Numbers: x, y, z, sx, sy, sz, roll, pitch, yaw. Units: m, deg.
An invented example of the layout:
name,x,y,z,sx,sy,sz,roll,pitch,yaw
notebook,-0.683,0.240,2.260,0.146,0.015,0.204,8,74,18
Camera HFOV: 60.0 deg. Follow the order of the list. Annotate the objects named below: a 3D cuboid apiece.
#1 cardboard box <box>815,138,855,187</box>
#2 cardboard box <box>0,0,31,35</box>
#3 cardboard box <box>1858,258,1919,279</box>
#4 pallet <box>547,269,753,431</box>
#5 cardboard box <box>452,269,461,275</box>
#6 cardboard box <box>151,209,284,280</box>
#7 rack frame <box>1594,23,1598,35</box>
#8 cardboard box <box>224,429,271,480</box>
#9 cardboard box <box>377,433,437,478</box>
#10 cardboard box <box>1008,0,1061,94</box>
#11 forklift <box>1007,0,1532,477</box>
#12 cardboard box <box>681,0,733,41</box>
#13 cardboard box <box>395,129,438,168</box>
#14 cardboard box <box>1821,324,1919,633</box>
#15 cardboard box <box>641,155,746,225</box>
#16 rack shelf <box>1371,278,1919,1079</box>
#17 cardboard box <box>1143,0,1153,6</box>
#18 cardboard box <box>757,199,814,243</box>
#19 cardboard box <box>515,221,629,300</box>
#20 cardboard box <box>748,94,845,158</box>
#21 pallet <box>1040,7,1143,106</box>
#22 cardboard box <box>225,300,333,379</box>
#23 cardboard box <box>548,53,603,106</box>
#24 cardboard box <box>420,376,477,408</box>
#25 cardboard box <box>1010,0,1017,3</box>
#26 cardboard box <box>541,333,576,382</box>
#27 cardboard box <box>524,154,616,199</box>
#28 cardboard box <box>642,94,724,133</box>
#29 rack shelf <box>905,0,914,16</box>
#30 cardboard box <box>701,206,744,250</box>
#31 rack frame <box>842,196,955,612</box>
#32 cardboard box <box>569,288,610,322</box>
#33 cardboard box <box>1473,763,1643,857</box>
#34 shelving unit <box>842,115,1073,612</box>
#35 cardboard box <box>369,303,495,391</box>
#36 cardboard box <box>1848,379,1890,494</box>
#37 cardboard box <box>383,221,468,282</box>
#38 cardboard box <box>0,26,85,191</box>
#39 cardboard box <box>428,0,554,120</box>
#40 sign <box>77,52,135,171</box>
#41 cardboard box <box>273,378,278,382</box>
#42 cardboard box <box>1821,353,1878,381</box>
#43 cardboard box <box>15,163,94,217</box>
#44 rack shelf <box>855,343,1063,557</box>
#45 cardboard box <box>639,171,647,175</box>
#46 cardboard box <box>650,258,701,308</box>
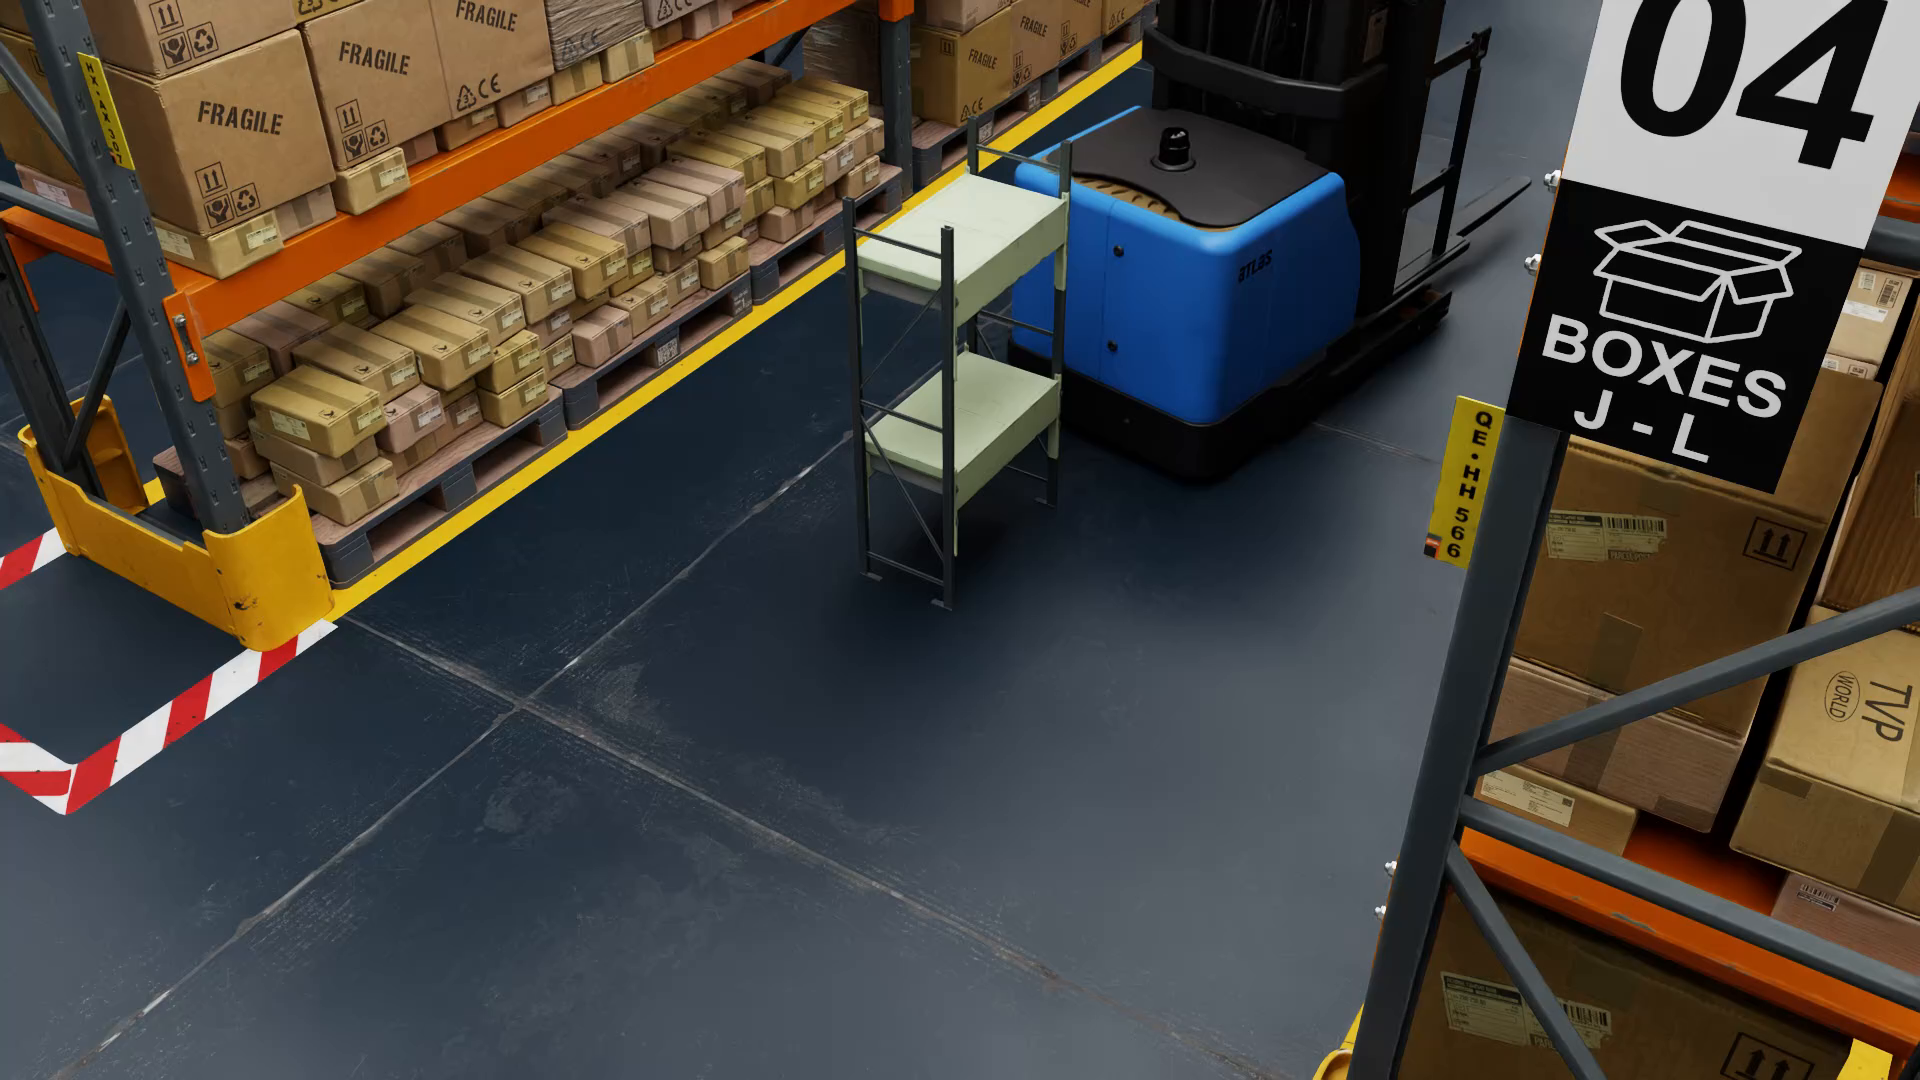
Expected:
name,x,y,z,sx,sy,sz,roll,pitch,yaw
cardboard box,-0.728,-1.833,7.918,0.380,0.149,0.250,19,42,23
cardboard box,-2.801,-1.896,5.109,0.500,0.500,0.500,20,42,24
cardboard box,2.423,-1.084,4.465,0.500,0.500,0.500,20,42,24
pallet,-1.676,-0.994,7.367,1.003,0.211,1.213,21,42,25
cardboard box,-2.251,-1.086,6.949,0.380,0.149,0.250,22,43,26
cardboard box,-2.386,-0.986,5.278,0.380,0.149,0.250,21,42,25
rack frame,1.297,-1.727,1.120,1.000,3.000,0.127,21,42,25
cardboard box,-2.731,-0.403,6.306,0.380,0.149,0.250,22,43,26
cardboard box,-2.214,-0.390,6.290,0.380,0.149,0.250,21,42,25
cardboard box,0.208,-2.832,9.170,0.500,0.500,0.500,23,43,27
forklift,1.556,-2.219,6.727,1.130,2.935,3.031,29,46,32
cardboard box,-1.168,-2.203,6.857,0.380,0.149,0.250,19,42,23
cardboard box,-2.072,-1.430,5.855,0.380,0.149,0.250,23,43,27
cardboard box,2.050,-0.124,3.218,0.500,0.500,0.500,20,42,24
cardboard box,-1.167,-1.539,7.293,0.380,0.149,0.250,19,42,23
rack shelf,2.369,-0.097,4.509,1.077,0.370,4.000,21,42,25
cardboard box,1.036,-3.635,10.212,0.500,0.500,0.500,23,43,27
cardboard box,-0.913,-1.548,7.792,0.380,0.149,0.250,20,42,24
cardboard box,-1.581,-1.143,6.779,0.380,0.149,0.250,22,43,26
cardboard box,-0.768,-1.947,7.823,0.380,0.149,0.250,22,43,26
pallet,0.375,-3.017,9.990,1.003,0.211,1.213,21,42,25
cardboard box,-2.584,-0.765,6.290,0.380,0.149,0.250,22,43,26
cardboard box,-1.593,-1.807,6.343,0.380,0.149,0.250,23,43,27
cardboard box,-2.088,-0.645,6.377,0.380,0.149,0.250,22,43,26
cardboard box,0.209,-3.131,8.944,0.500,0.250,0.500,22,43,26
cardboard box,-1.802,-0.779,6.795,0.380,0.149,0.250,21,42,25
cardboard box,-1.747,-1.568,7.331,0.380,0.149,0.250,19,42,23
cardboard box,-1.345,-1.982,7.868,0.380,0.149,0.250,21,42,25
rack shelf,0.378,-3.834,9.356,1.077,0.370,4.000,21,42,25
cardboard box,-1.194,-1.454,7.427,0.380,0.149,0.250,22,43,26
rack frame,-0.193,-0.409,5.552,0.400,1.500,0.023,21,42,25
cardboard box,-1.687,-1.063,6.919,0.380,0.149,0.250,23,43,27
cardboard box,1.210,0.457,3.406,0.380,0.149,0.250,22,43,26
shelving unit,0.004,-0.597,5.797,0.431,1.500,0.755,21,42,25
cardboard box,-1.980,-0.727,6.240,0.380,0.149,0.250,21,42,25
cardboard box,2.328,-0.097,3.798,0.500,0.250,0.500,20,42,24
cardboard box,-2.263,-1.210,6.866,0.380,0.149,0.250,23,43,27
cardboard box,-2.813,-1.499,5.412,0.500,0.500,0.500,22,43,26
cardboard box,-1.824,-1.857,5.876,0.500,0.500,0.500,22,43,26
sign,-2.378,-1.191,4.629,0.100,0.325,0.005,21,42,25
cardboard box,-2.609,-0.663,6.401,0.380,0.149,0.250,20,42,24
cardboard box,1.878,-0.270,4.023,0.500,0.250,0.500,20,42,24
cardboard box,-2.900,-1.187,5.538,0.380,0.149,0.250,21,42,25
rack shelf,0.004,-0.339,5.996,0.431,0.370,0.720,21,42,25
cardboard box,-1.465,-1.725,7.779,0.380,0.149,0.250,19,42,23
cardboard box,-1.367,-1.165,7.296,0.380,0.149,0.250,22,43,26
